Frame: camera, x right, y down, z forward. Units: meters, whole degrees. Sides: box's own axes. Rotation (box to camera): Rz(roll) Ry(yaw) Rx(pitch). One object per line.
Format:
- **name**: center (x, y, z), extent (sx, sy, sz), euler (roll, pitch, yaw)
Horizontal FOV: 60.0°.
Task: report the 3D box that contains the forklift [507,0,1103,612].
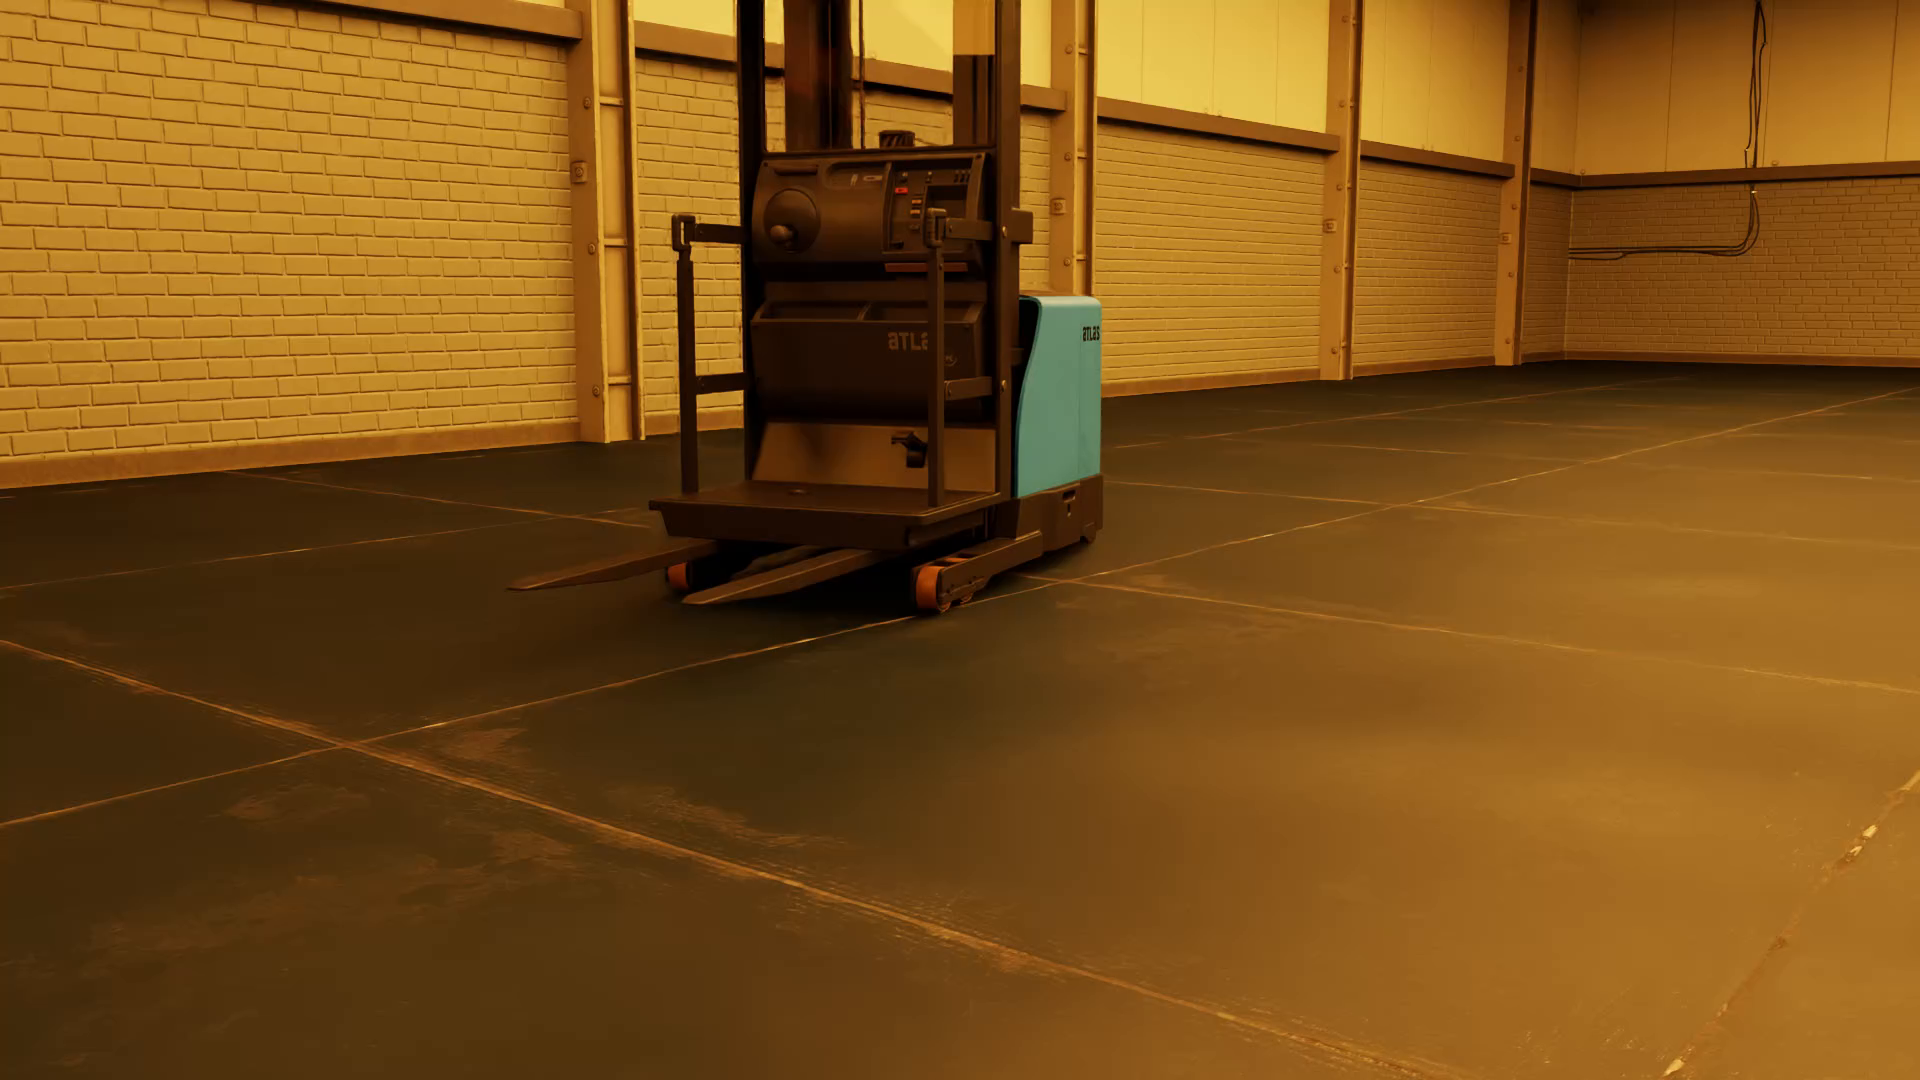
- **forklift**: center (-0.429, -1.271, 5.966), extent (1.130, 2.935, 3.031), euler (4, 9, 23)
